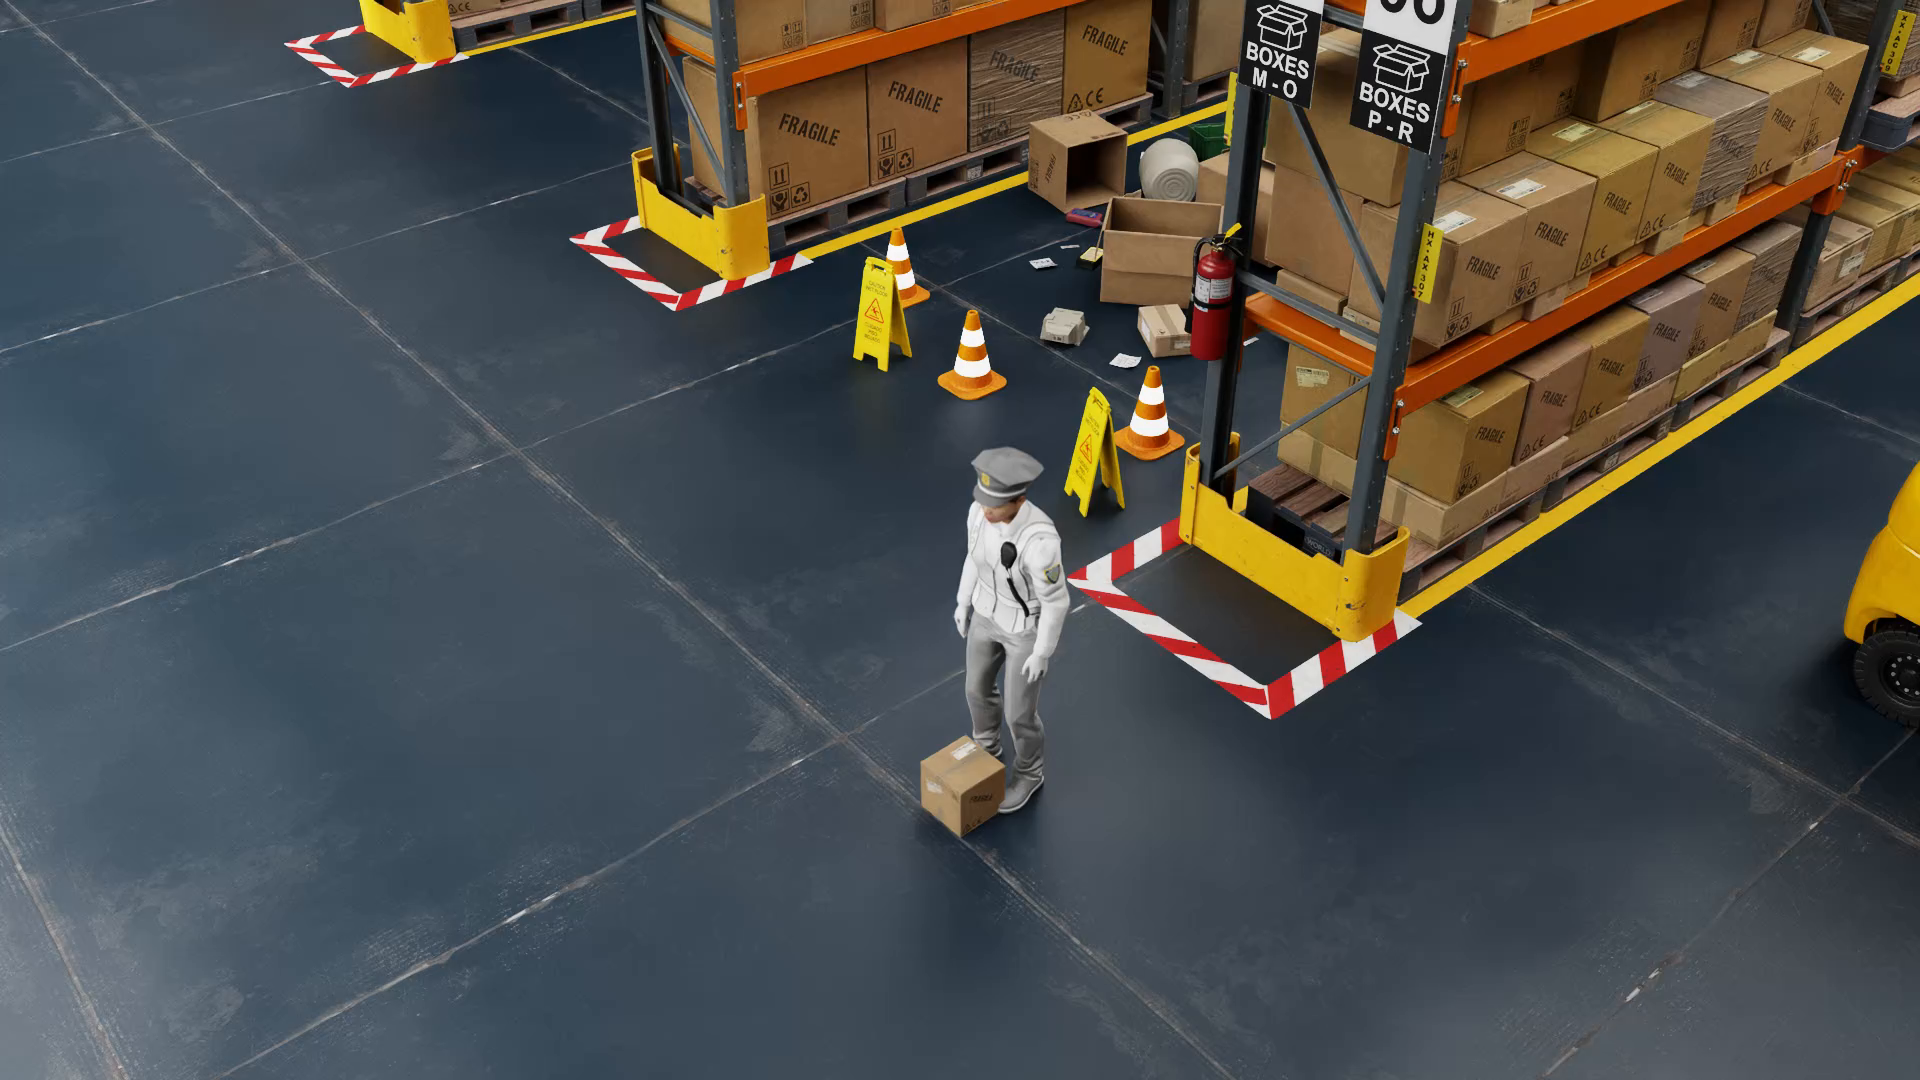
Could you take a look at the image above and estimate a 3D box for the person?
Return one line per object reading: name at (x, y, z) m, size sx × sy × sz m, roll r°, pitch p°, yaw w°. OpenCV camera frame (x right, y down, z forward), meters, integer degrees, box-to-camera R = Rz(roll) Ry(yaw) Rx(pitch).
person at (0.194, 0.349, 6.596) m, size 0.367 × 1.662 × 0.516 m, roll -28°, pitch 45°, yaw -33°
